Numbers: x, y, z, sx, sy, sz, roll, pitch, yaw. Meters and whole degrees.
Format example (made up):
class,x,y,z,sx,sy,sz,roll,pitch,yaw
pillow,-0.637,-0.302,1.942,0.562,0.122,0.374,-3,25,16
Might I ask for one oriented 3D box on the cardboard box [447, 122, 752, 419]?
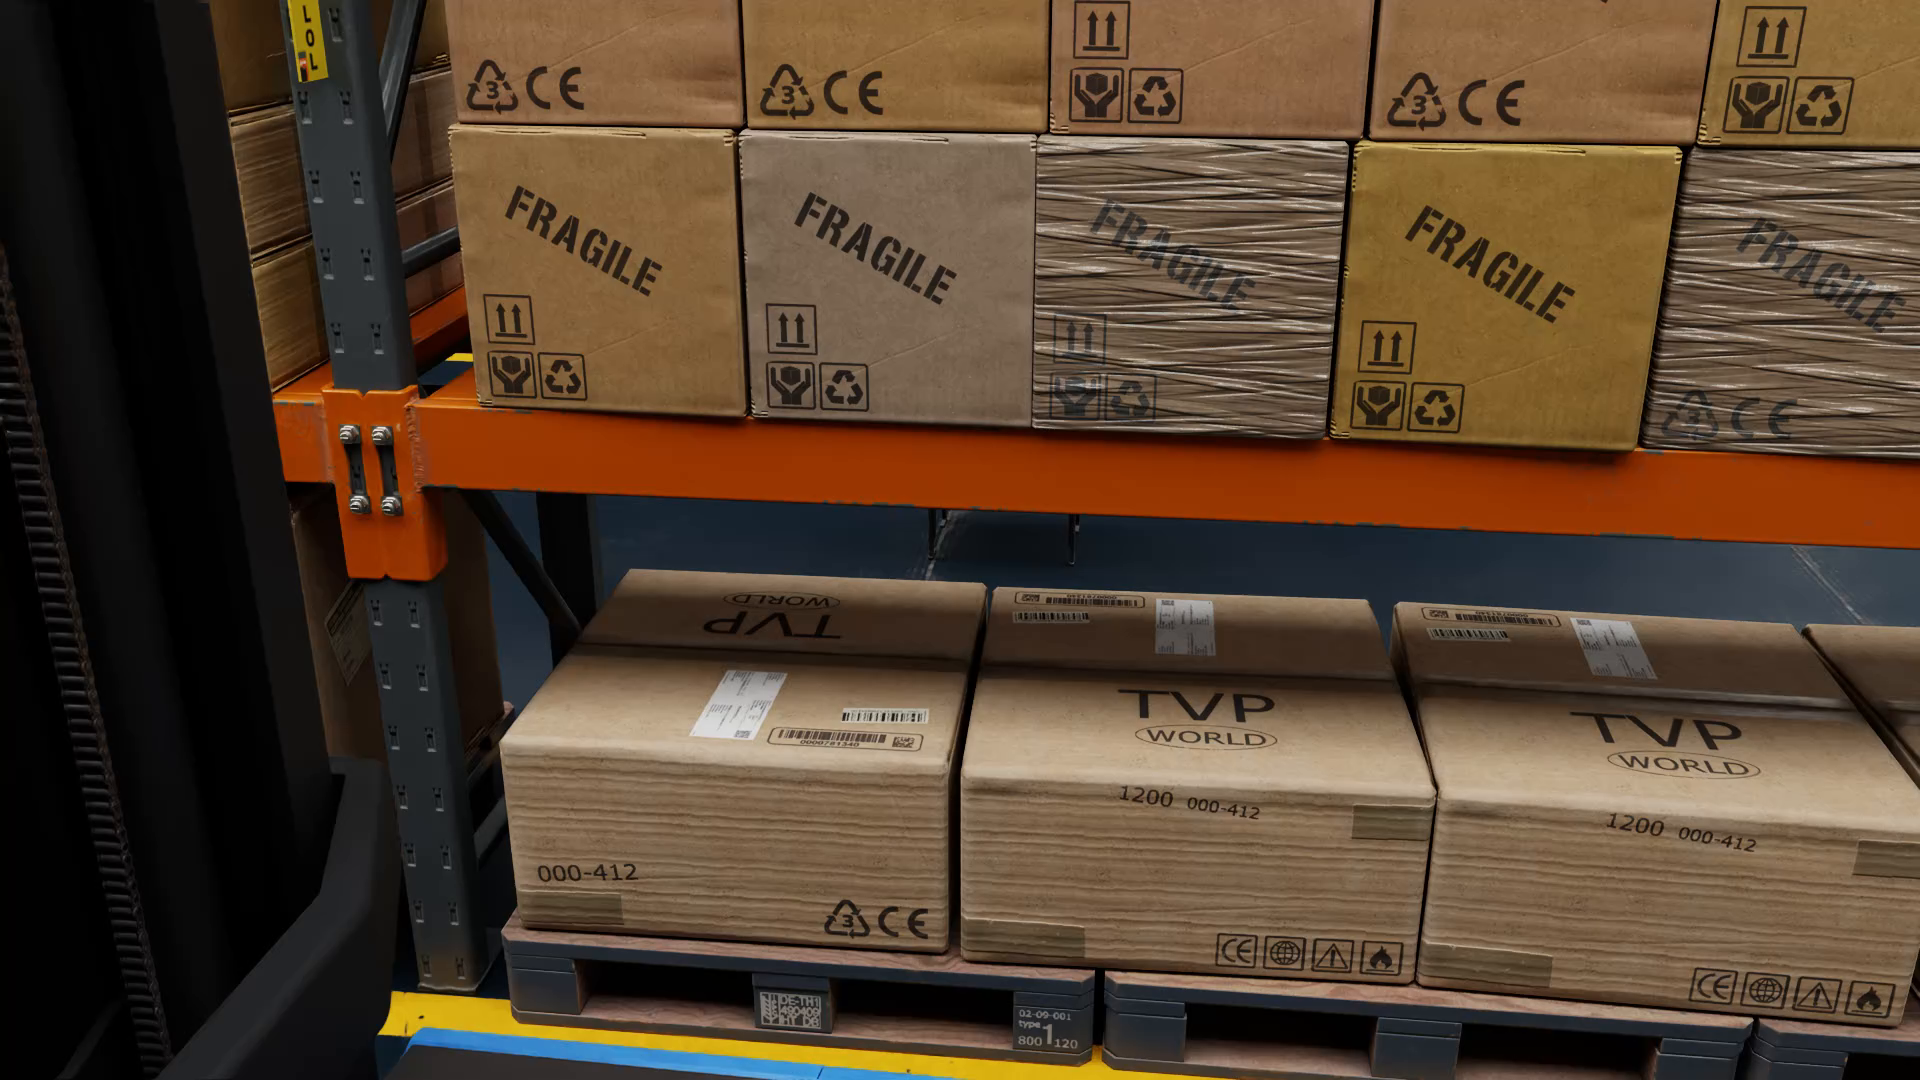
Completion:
class,x,y,z,sx,sy,sz,roll,pitch,yaw
cardboard box,-0.590,-0.549,3.112,0.500,0.500,0.500,3,22,8

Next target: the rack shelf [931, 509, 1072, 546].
class,x,y,z,sx,sy,sz,roll,pitch,yaw
rack shelf,0.164,-0.306,5.798,0.480,0.518,0.431,2,22,6

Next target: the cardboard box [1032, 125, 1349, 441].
class,x,y,z,sx,sy,sz,roll,pitch,yaw
cardboard box,0.402,-0.502,2.993,0.500,0.500,0.500,3,22,7

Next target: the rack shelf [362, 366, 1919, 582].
class,x,y,z,sx,sy,sz,roll,pitch,yaw
rack shelf,0.961,-0.197,3.337,4.000,0.370,1.077,2,22,6

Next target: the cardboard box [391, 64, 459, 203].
class,x,y,z,sx,sy,sz,roll,pitch,yaw
cardboard box,-1.429,-0.903,3.668,0.500,0.250,0.500,2,22,5

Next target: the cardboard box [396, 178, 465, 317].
class,x,y,z,sx,sy,sz,roll,pitch,yaw
cardboard box,-1.431,-0.664,3.743,0.500,0.250,0.500,2,22,5

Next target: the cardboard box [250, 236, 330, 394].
class,x,y,z,sx,sy,sz,roll,pitch,yaw
cardboard box,-1.500,-0.476,3.267,0.500,0.250,0.500,2,22,5

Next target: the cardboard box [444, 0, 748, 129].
class,x,y,z,sx,sy,sz,roll,pitch,yaw
cardboard box,-0.581,-1.021,2.945,0.500,0.500,0.500,3,22,7

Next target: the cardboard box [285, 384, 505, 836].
class,x,y,z,sx,sy,sz,roll,pitch,yaw
cardboard box,-1.650,0.177,3.731,0.875,0.875,0.875,3,22,8

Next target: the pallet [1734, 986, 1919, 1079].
class,x,y,z,sx,sy,sz,roll,pitch,yaw
pallet,2.144,0.846,3.513,1.213,0.211,1.003,2,22,6

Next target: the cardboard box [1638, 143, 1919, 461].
class,x,y,z,sx,sy,sz,roll,pitch,yaw
cardboard box,1.428,-0.462,2.892,0.500,0.500,0.500,3,22,8

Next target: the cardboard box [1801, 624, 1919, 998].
class,x,y,z,sx,sy,sz,roll,pitch,yaw
cardboard box,2.280,0.559,3.359,0.875,0.438,0.875,2,22,4

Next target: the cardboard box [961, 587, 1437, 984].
class,x,y,z,sx,sy,sz,roll,pitch,yaw
cardboard box,0.475,0.483,3.552,0.875,0.438,0.875,2,22,5

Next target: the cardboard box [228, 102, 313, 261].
class,x,y,z,sx,sy,sz,roll,pitch,yaw
cardboard box,-1.491,-0.711,3.183,0.500,0.250,0.500,2,22,6

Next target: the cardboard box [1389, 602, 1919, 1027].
class,x,y,z,sx,sy,sz,roll,pitch,yaw
cardboard box,1.370,0.523,3.452,0.875,0.438,0.875,3,22,8

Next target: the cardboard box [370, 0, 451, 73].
class,x,y,z,sx,sy,sz,roll,pitch,yaw
cardboard box,-1.428,-1.254,3.535,0.500,0.500,0.500,3,22,7

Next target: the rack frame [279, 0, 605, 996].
class,x,y,z,sx,sy,sz,roll,pitch,yaw
rack frame,-1.025,-0.618,3.423,0.127,3.000,1.000,2,22,6

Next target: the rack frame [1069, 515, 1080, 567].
class,x,y,z,sx,sy,sz,roll,pitch,yaw
rack frame,0.407,-0.959,5.509,0.015,2.100,0.400,2,22,6

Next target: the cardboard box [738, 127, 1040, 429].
class,x,y,z,sx,sy,sz,roll,pitch,yaw
cardboard box,-0.091,-0.525,3.053,0.500,0.500,0.500,3,22,7

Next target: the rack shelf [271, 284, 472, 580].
class,x,y,z,sx,sy,sz,roll,pitch,yaw
rack shelf,-3.011,-0.370,3.774,4.000,0.370,1.077,2,22,6

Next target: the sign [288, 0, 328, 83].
class,x,y,z,sx,sy,sz,roll,pitch,yaw
sign,-1.079,-0.921,2.723,0.005,0.325,0.100,2,22,6

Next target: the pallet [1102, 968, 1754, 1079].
class,x,y,z,sx,sy,sz,roll,pitch,yaw
pallet,0.936,0.792,3.649,1.213,0.211,1.003,2,22,6

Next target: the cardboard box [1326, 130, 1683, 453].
class,x,y,z,sx,sy,sz,roll,pitch,yaw
cardboard box,0.914,-0.479,2.936,0.500,0.500,0.500,3,22,8

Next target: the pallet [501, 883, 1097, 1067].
class,x,y,z,sx,sy,sz,roll,pitch,yaw
pallet,-0.279,0.740,3.781,1.213,0.211,1.003,2,22,6

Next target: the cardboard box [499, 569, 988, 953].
class,x,y,z,sx,sy,sz,roll,pitch,yaw
cardboard box,-0.414,0.444,3.649,0.875,0.438,0.875,2,22,6

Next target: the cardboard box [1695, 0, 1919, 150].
class,x,y,z,sx,sy,sz,roll,pitch,yaw
cardboard box,1.427,-0.925,2.703,0.500,0.500,0.500,2,22,6

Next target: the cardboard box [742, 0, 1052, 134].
class,x,y,z,sx,sy,sz,roll,pitch,yaw
cardboard box,-0.080,-0.996,2.884,0.500,0.500,0.500,2,22,6

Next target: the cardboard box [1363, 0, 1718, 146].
class,x,y,z,sx,sy,sz,roll,pitch,yaw
cardboard box,0.928,-0.947,2.760,0.500,0.500,0.500,2,22,6

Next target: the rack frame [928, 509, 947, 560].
class,x,y,z,sx,sy,sz,roll,pitch,yaw
rack frame,-0.078,-0.980,5.562,0.015,2.100,0.400,2,22,6

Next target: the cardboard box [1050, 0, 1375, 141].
class,x,y,z,sx,sy,sz,roll,pitch,yaw
cardboard box,0.428,-0.970,2.818,0.500,0.500,0.500,3,22,7

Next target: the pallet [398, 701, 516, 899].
class,x,y,z,sx,sy,sz,roll,pitch,yaw
pallet,-1.800,0.673,3.951,1.213,0.211,1.003,2,22,6

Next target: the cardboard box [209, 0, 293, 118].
class,x,y,z,sx,sy,sz,roll,pitch,yaw
cardboard box,-1.498,-1.057,3.038,0.500,0.500,0.500,3,22,8

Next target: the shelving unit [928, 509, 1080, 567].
class,x,y,z,sx,sy,sz,roll,pitch,yaw
shelving unit,0.164,-0.969,5.536,0.503,2.100,0.431,2,22,6
